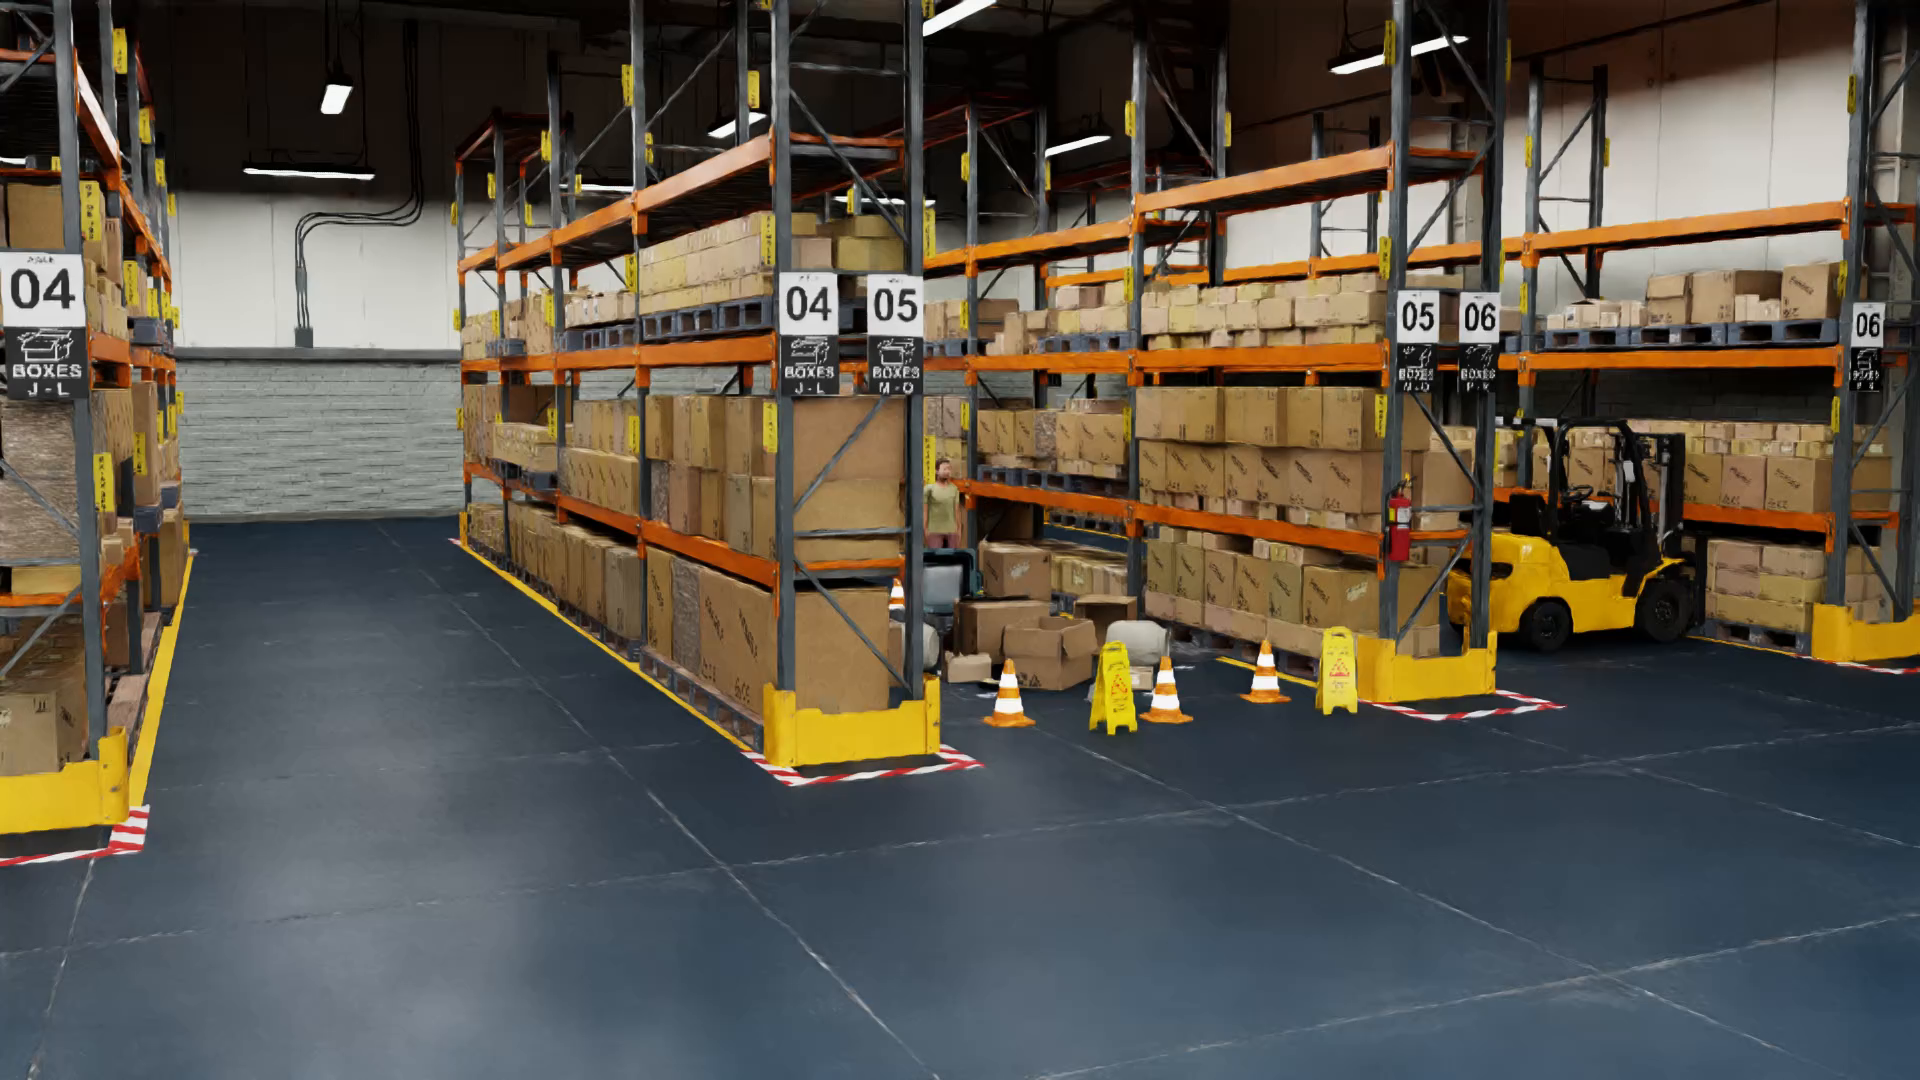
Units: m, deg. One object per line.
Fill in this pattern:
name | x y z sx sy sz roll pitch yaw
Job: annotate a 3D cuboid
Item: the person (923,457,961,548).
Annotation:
person | -0.183 -0.064 18.162 0.462 1.670 0.418 -2 6 -23
